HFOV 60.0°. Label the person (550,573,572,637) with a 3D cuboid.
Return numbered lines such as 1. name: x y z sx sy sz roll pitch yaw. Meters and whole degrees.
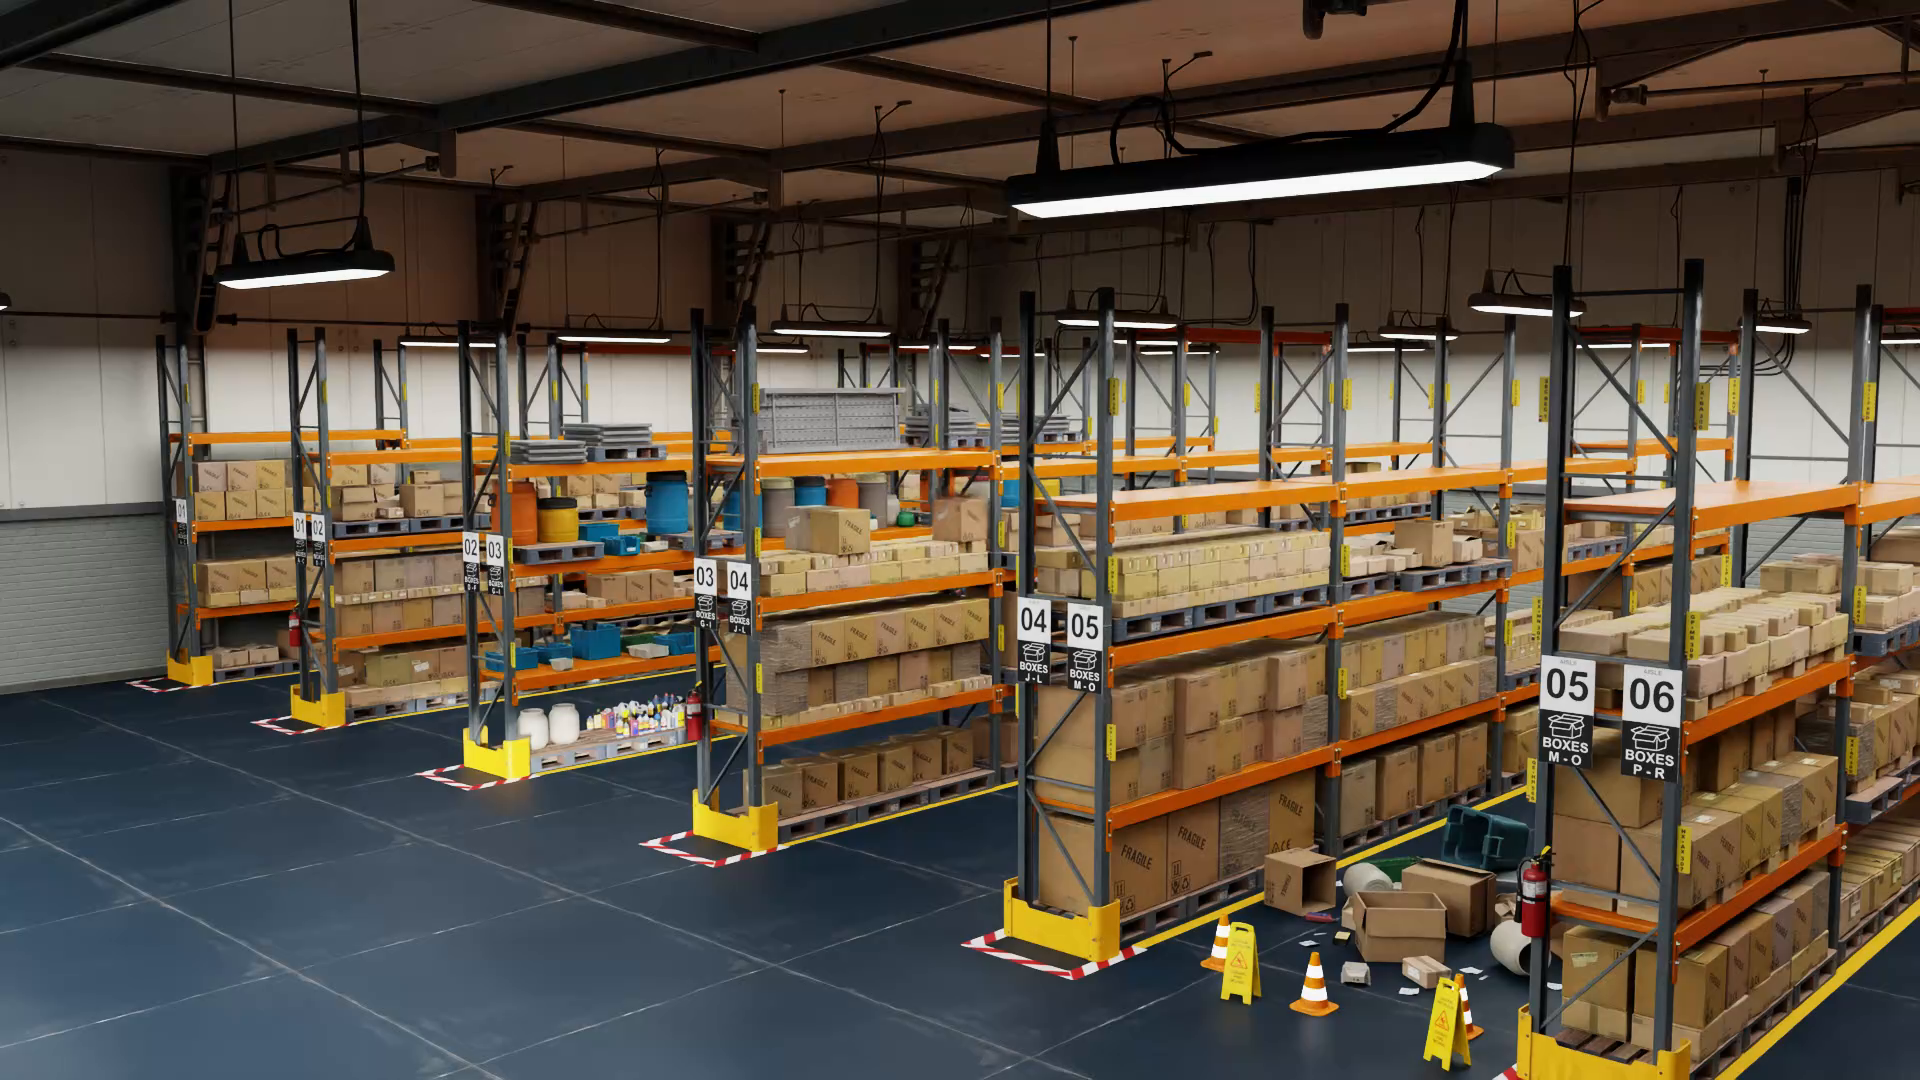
1. person: -7.619 1.371 31.532 0.443 1.647 0.477 -3 6 -29
